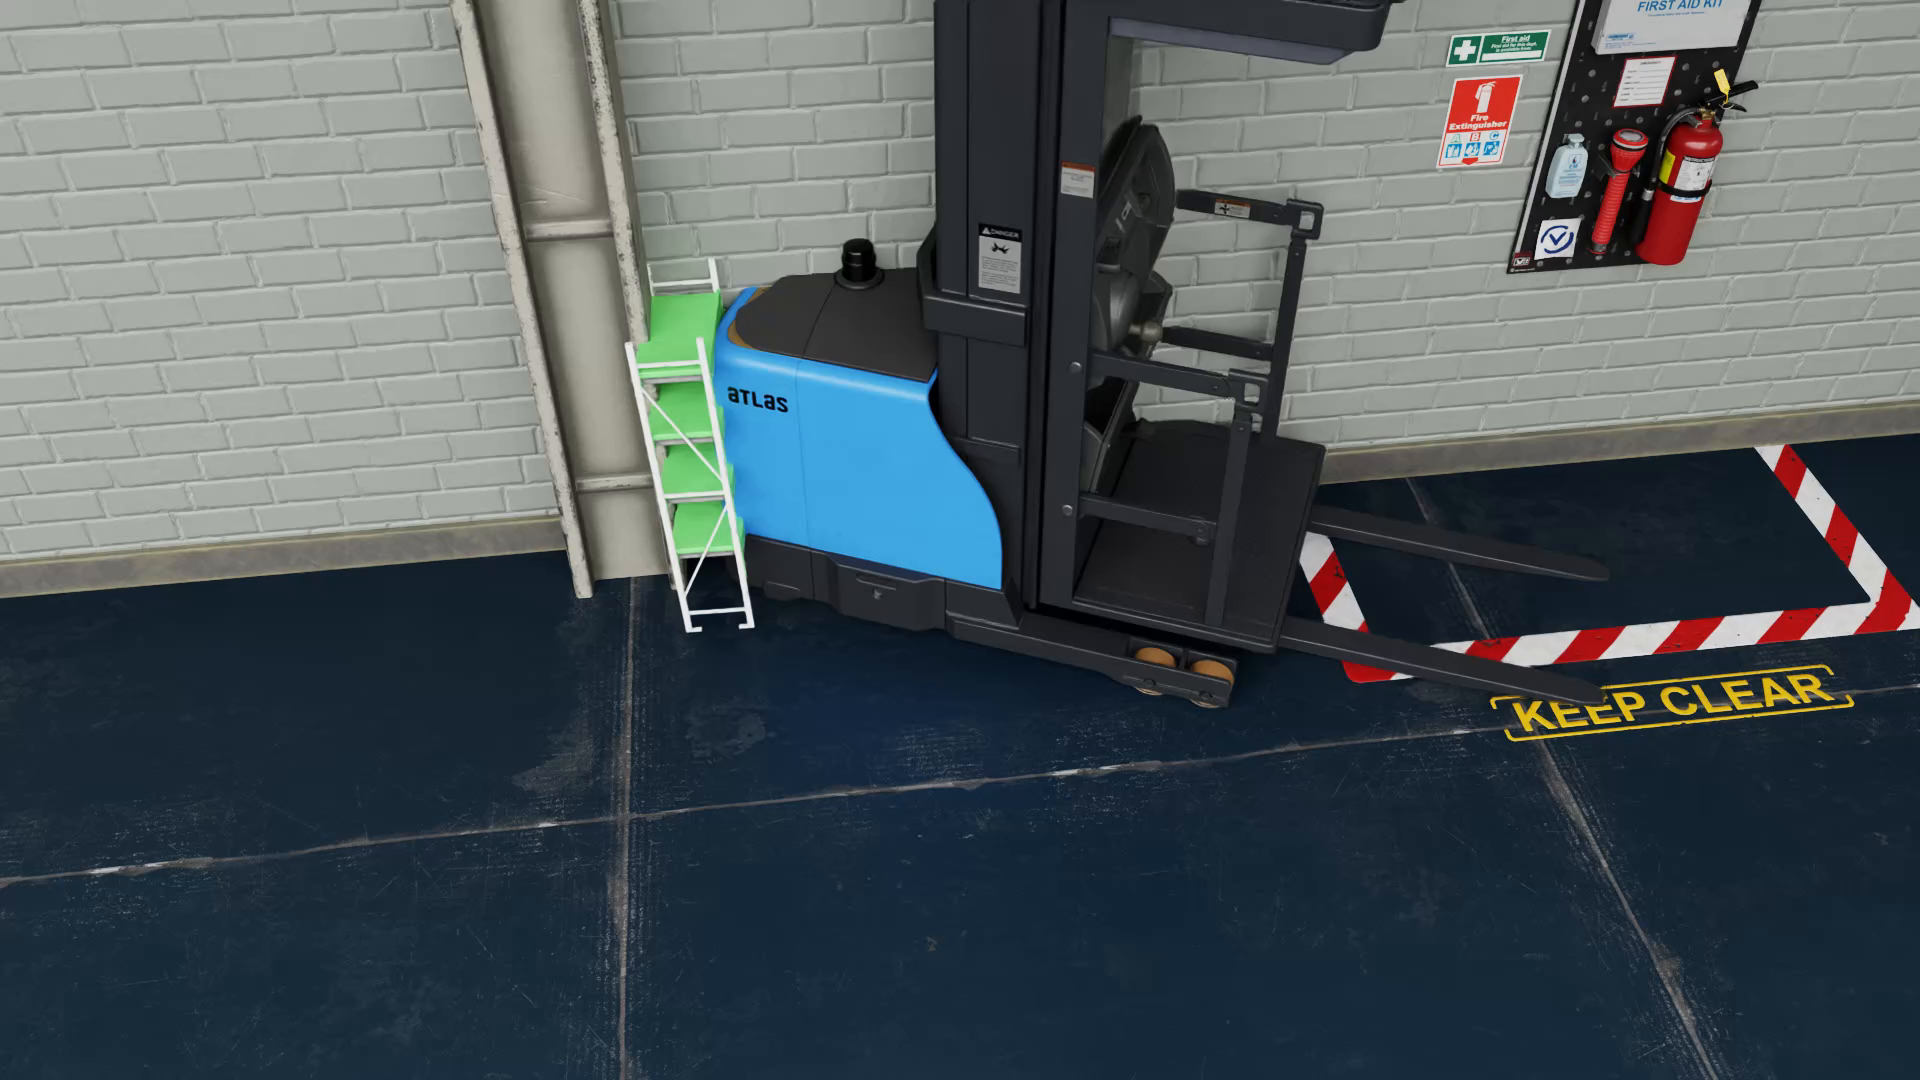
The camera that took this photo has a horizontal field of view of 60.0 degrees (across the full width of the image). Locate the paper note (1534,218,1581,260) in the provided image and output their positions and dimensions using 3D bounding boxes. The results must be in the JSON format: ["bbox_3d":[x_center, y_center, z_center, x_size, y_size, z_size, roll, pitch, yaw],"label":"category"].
[{"bbox_3d":[2.100,-1.057,5.840,0.142,0.148,0.016,-5,42,-6],"label":"paper note"}]

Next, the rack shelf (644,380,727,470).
[{"bbox_3d":[-0.896,-0.440,5.560,0.258,0.148,0.480,-4,40,0],"label":"rack shelf"}]

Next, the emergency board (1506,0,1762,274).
[{"bbox_3d":[2.284,-1.354,5.511,0.643,1.169,0.194,-5,42,-6],"label":"emergency board"}]

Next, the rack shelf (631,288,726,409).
[{"bbox_3d":[-0.909,-0.624,5.407,0.258,0.148,0.480,-4,40,0],"label":"rack shelf"}]

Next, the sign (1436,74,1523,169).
[{"bbox_3d":[1.722,-1.388,5.522,0.234,0.329,0.001,-5,42,-6],"label":"sign"}]

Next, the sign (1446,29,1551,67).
[{"bbox_3d":[1.728,-1.579,5.339,0.331,0.109,0.001,-5,42,-6],"label":"sign"}]

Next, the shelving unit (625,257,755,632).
[{"bbox_3d":[-0.887,-0.304,5.673,0.258,1.200,0.503,-4,40,0],"label":"shelving unit"}]

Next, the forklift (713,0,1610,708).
[{"bbox_3d":[0.725,-0.922,5.083,3.031,2.935,1.130,12,43,13],"label":"forklift"}]

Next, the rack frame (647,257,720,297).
[{"bbox_3d":[-0.897,-0.460,5.860,0.240,1.200,0.015,-4,40,0],"label":"rack frame"}]

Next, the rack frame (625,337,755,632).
[{"bbox_3d":[-0.876,-0.149,5.485,0.240,1.200,0.015,-4,40,0],"label":"rack frame"}]

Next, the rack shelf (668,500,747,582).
[{"bbox_3d":[-0.871,-0.071,5.866,0.258,0.148,0.480,-4,40,0],"label":"rack shelf"}]

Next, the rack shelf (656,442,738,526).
[{"bbox_3d":[-0.884,-0.255,5.713,0.258,0.148,0.480,-4,40,0],"label":"rack shelf"}]
